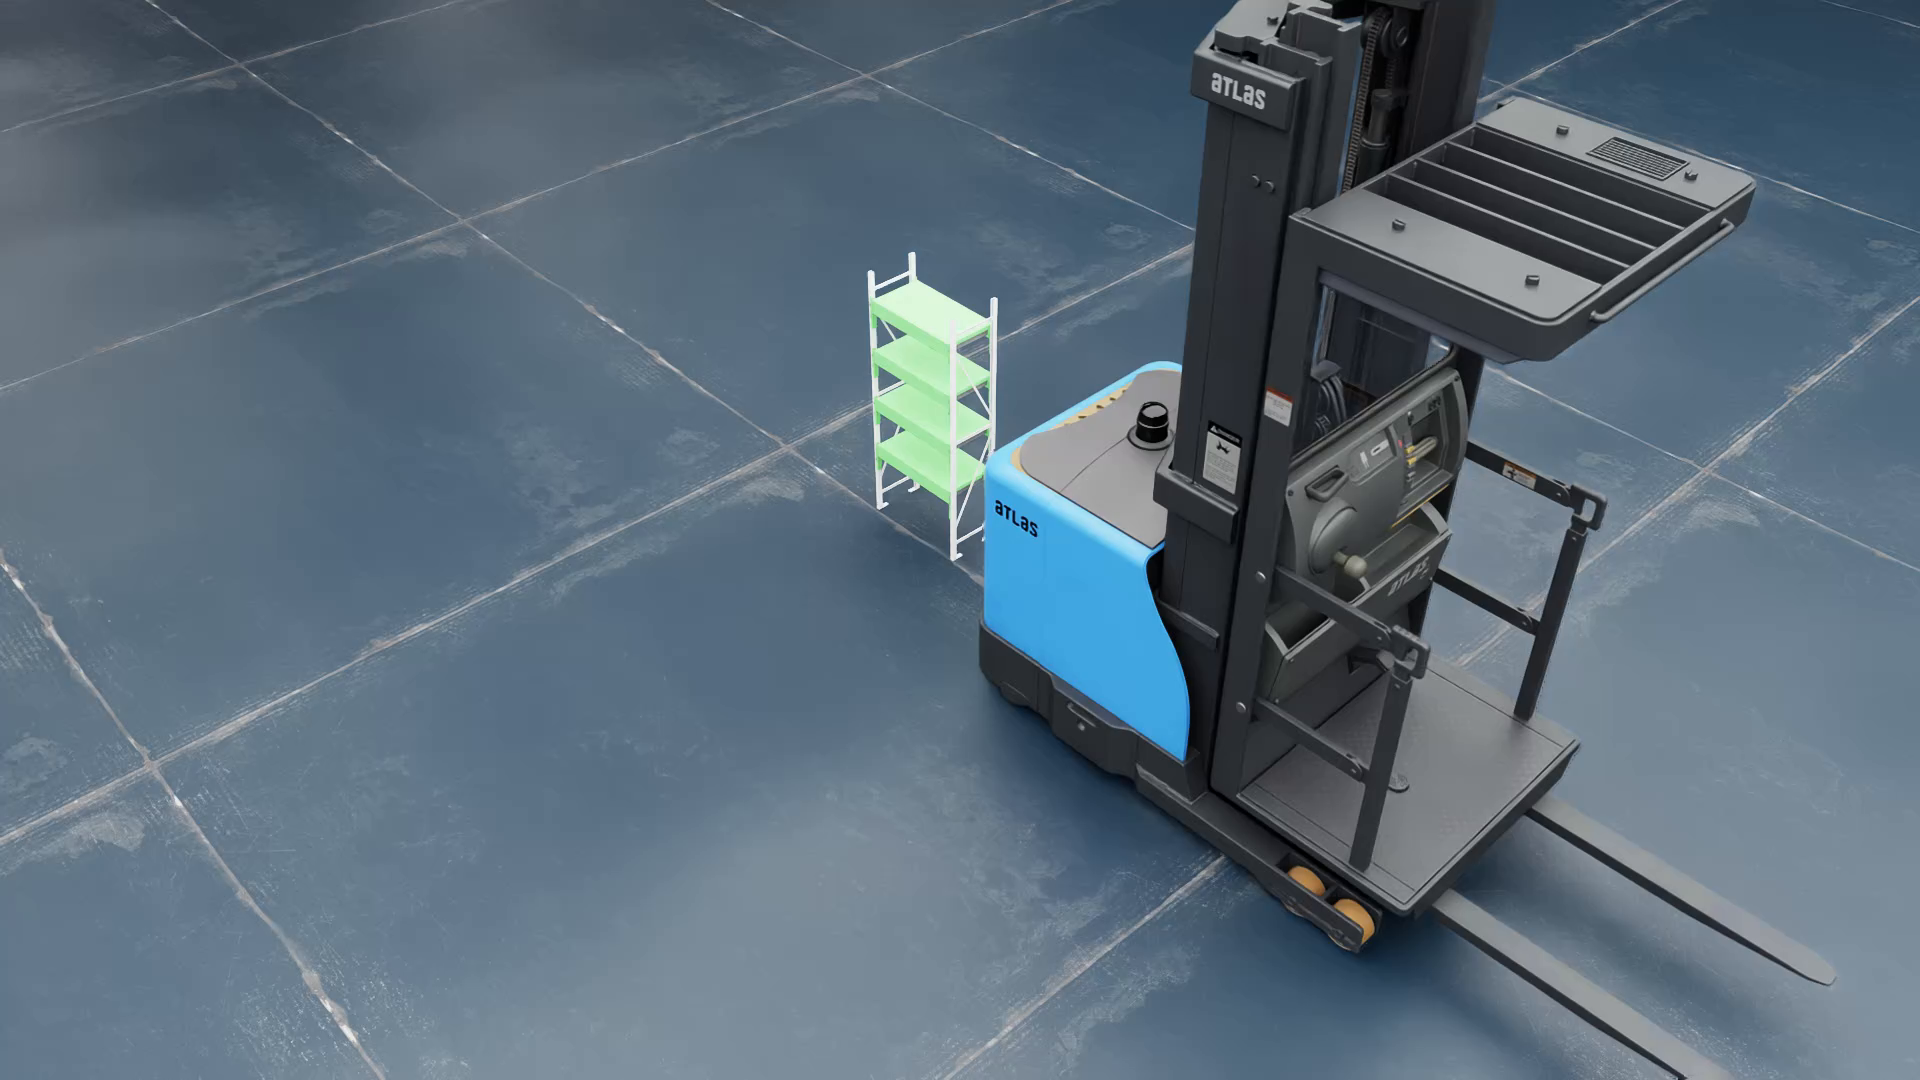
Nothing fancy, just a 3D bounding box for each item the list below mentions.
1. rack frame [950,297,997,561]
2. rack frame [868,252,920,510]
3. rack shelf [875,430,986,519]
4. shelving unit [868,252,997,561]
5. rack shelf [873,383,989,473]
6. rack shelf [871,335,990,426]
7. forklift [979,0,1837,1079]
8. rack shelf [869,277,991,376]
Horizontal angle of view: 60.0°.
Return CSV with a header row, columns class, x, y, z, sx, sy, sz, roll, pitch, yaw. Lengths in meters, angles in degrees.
class,x,y,z,sx,sy,sz,roll,pitch,yaw
rack frame,0.053,-0.430,6.828,0.240,1.200,0.015,-30,48,-32
rack frame,-0.277,-0.656,7.108,0.240,1.200,0.015,-30,48,-32
rack shelf,-0.112,-0.307,7.159,0.258,0.148,0.480,-30,48,-32
shelving unit,-0.112,-0.543,6.968,0.258,1.200,0.503,-30,48,-32
rack shelf,-0.112,-0.494,7.008,0.258,0.148,0.480,-30,48,-32
rack shelf,-0.112,-0.680,6.857,0.258,0.148,0.480,-30,48,-32
forklift,1.460,-0.144,5.095,1.130,2.935,3.031,-31,48,-33
rack shelf,-0.112,-0.867,6.706,0.258,0.148,0.480,-30,48,-32
